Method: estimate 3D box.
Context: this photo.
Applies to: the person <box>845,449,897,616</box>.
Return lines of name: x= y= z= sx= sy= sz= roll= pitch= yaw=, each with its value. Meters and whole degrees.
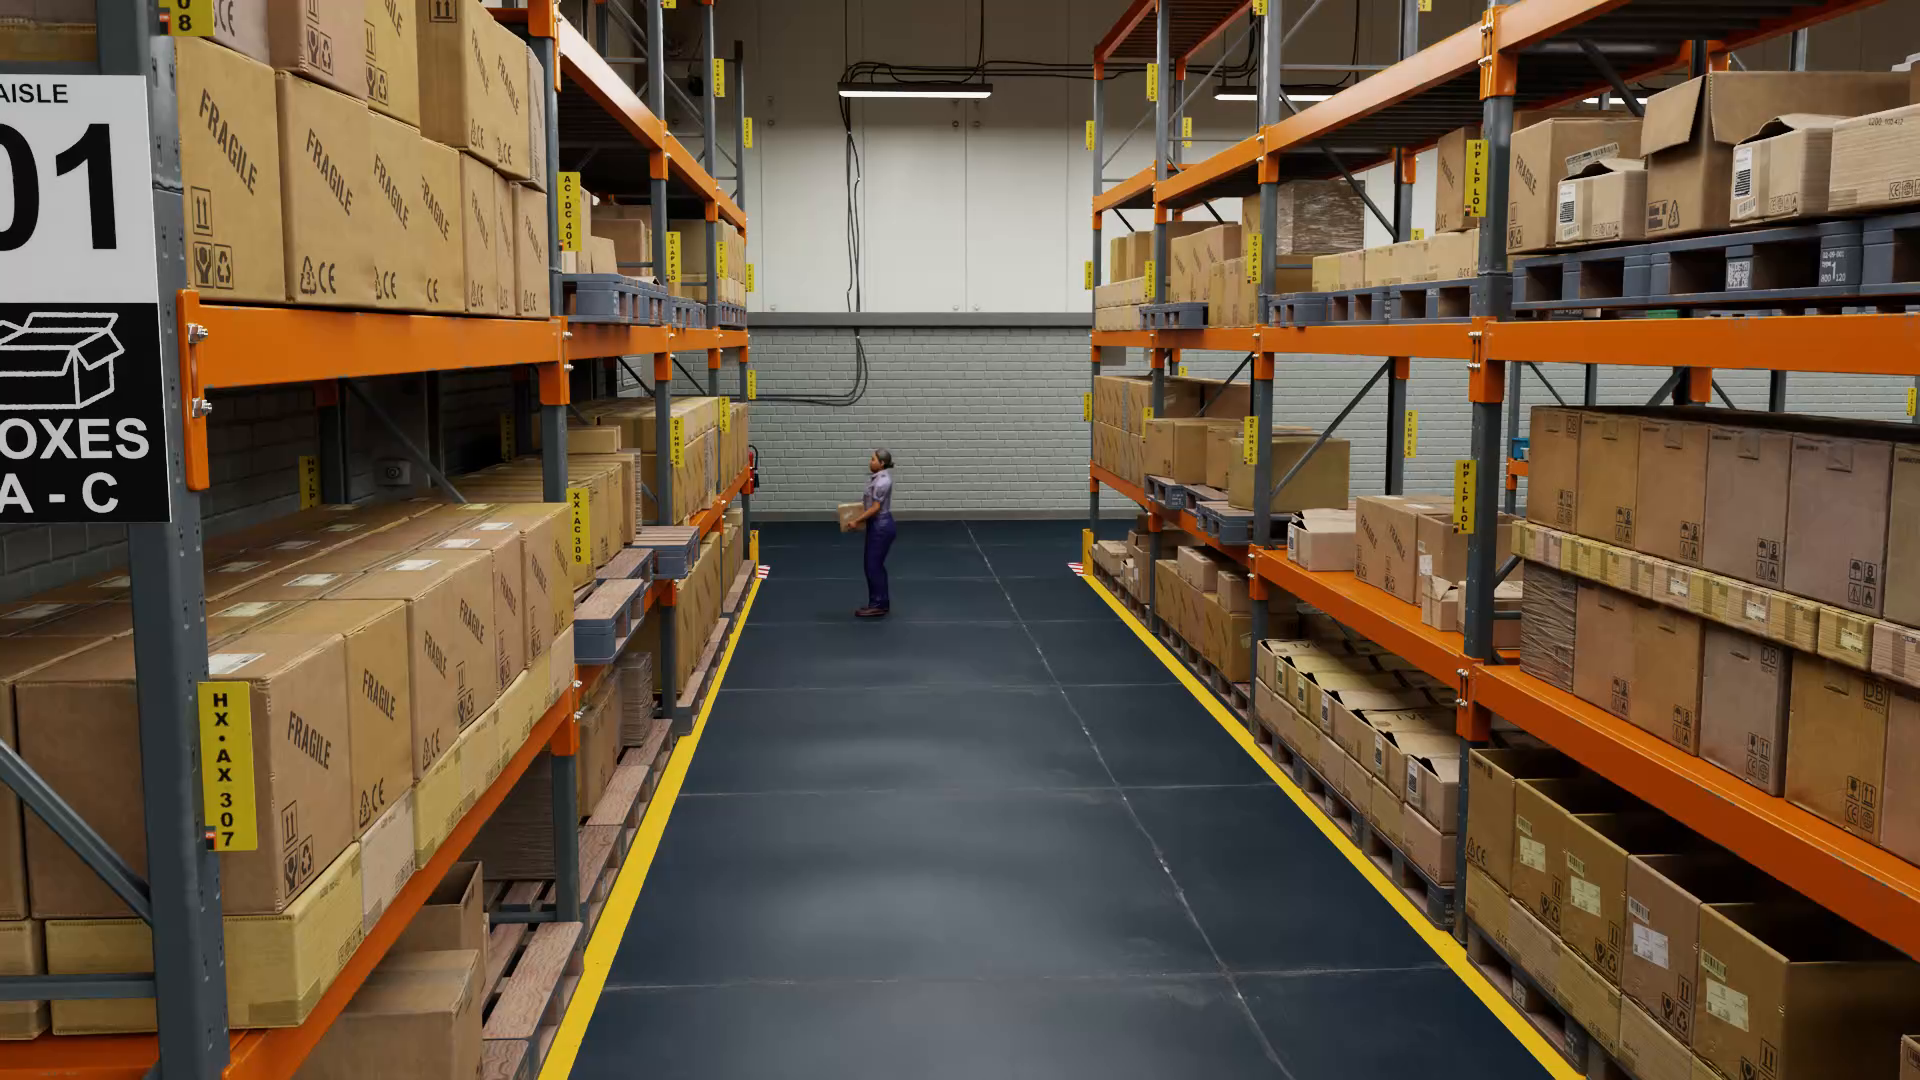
person: x=-0.883 y=-0.082 z=16.473 sx=0.511 sy=1.647 sz=0.471 roll=0 pitch=7 yaw=-4
